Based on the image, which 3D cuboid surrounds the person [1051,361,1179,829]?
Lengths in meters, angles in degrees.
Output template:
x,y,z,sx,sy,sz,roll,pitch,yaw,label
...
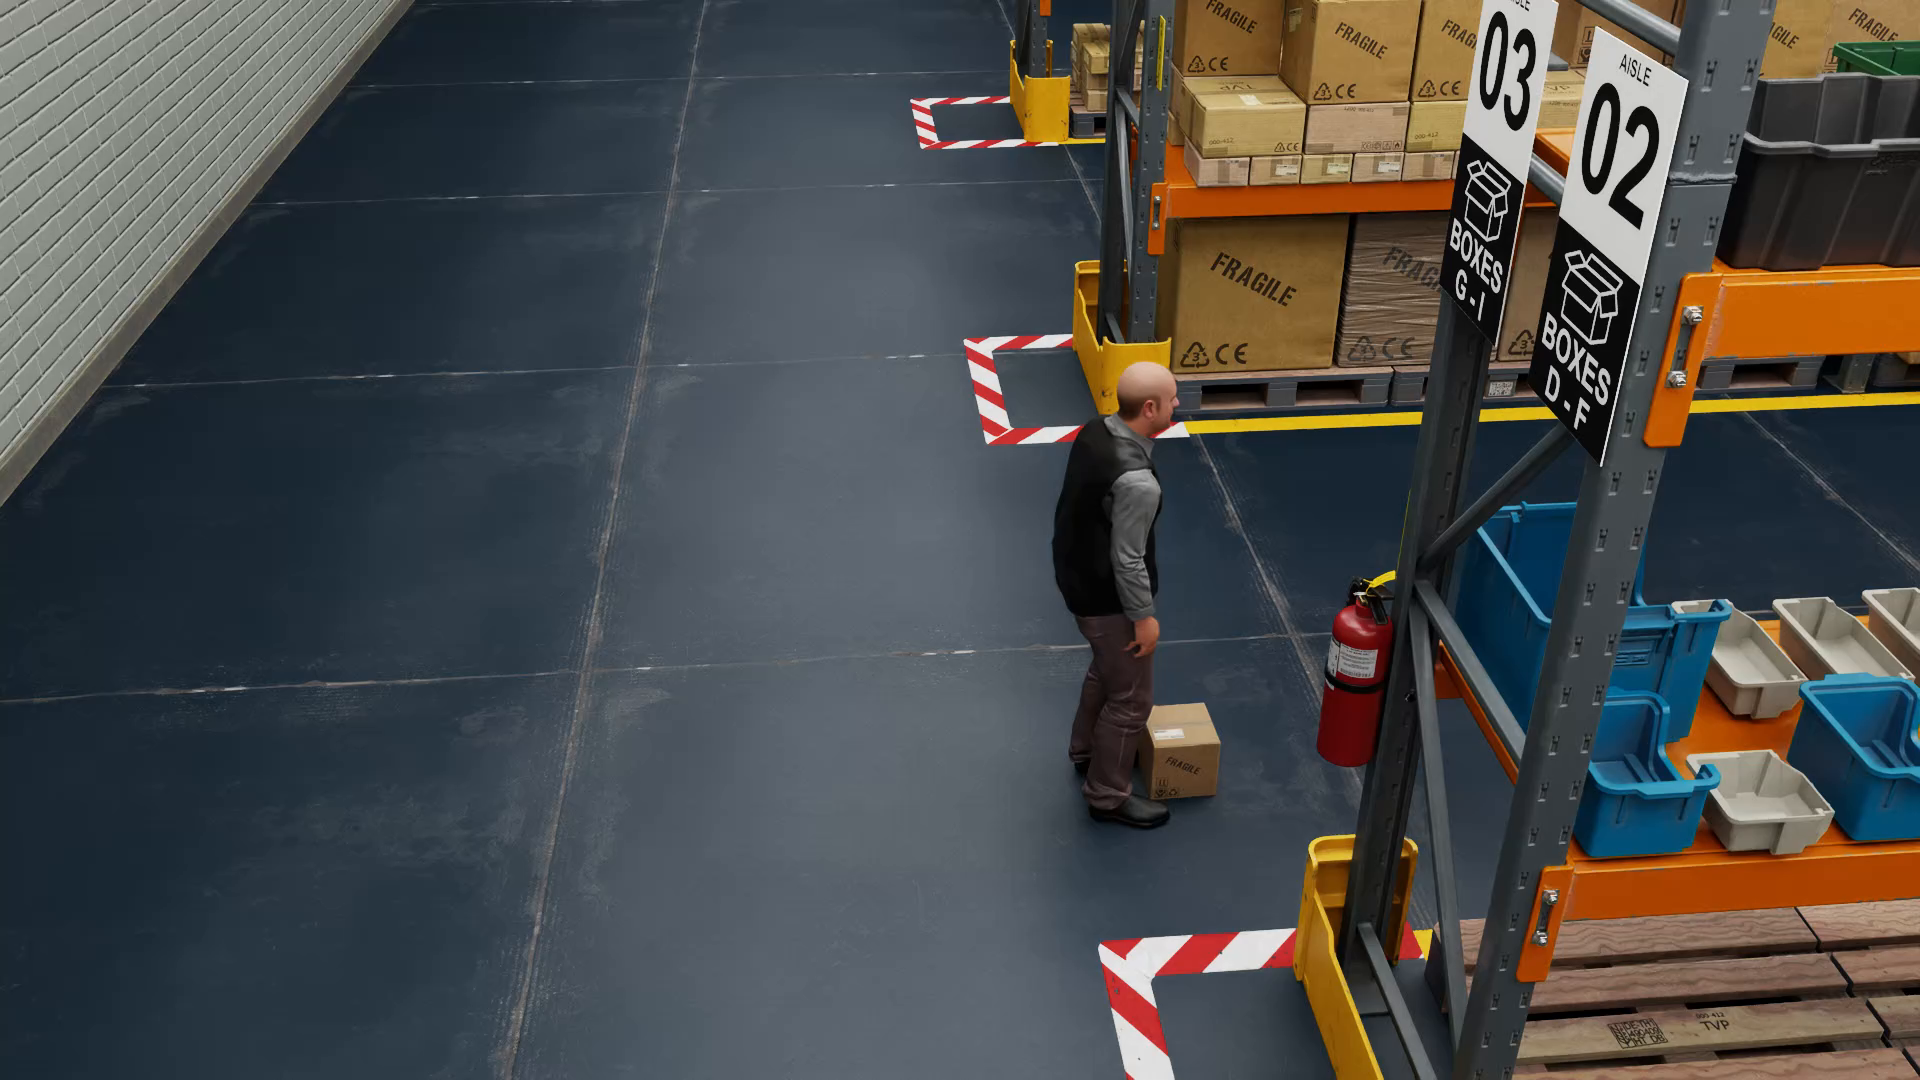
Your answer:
x,y,z,sx,sy,sz,roll,pitch,yaw,label
0.537,0.222,5.885,0.421,1.618,0.589,-5,31,-8,person
